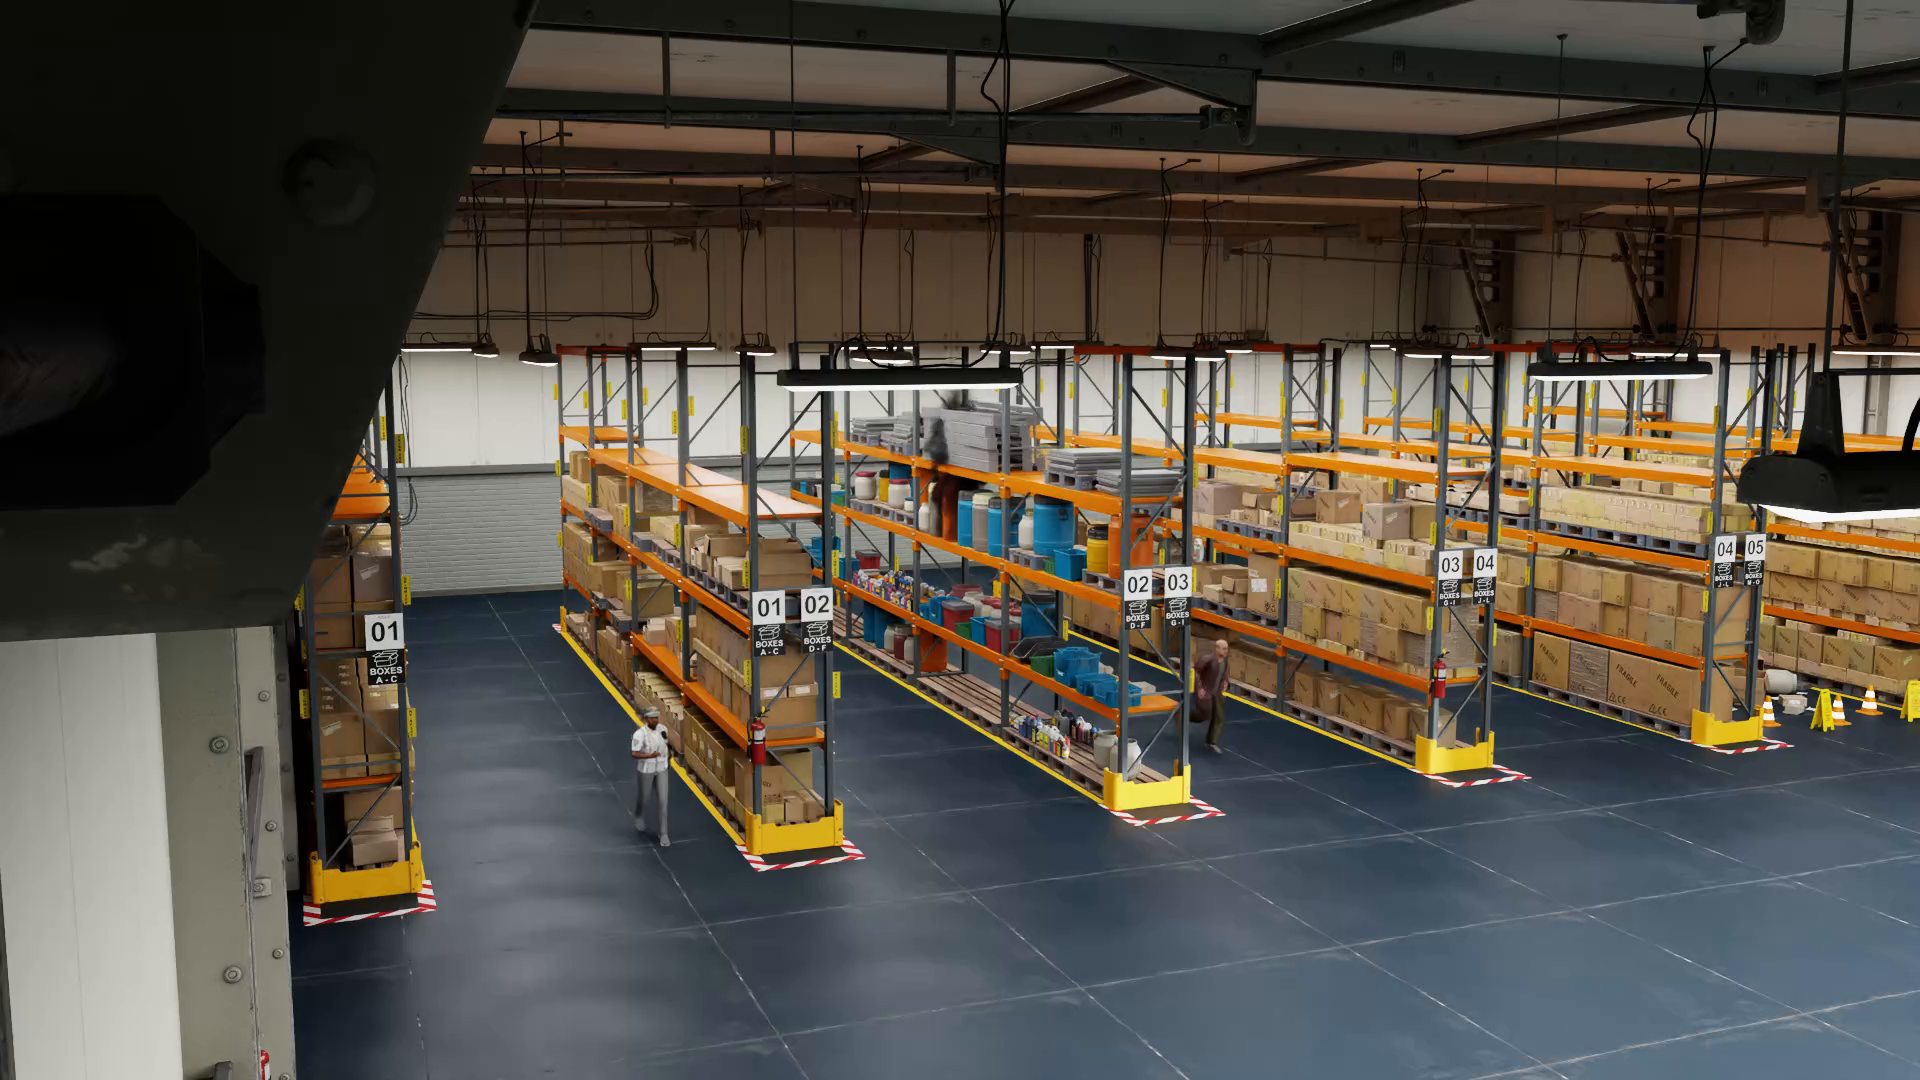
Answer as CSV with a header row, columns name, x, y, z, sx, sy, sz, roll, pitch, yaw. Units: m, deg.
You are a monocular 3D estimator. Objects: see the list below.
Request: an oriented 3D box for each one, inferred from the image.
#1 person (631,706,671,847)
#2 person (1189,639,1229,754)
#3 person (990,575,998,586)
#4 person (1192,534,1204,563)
name,x,y,z,sx,sy,sz,roll,pitch,yaw
person,-3.819,2.860,20.591,0.566,1.699,0.929,-4,8,-28
person,3.693,2.313,25.204,0.713,1.733,0.937,-6,10,-41
person,1.218,0.441,39.730,0.874,1.699,0.714,-2,8,-17
person,5.298,0.653,37.839,0.688,1.851,0.871,-2,8,-16
